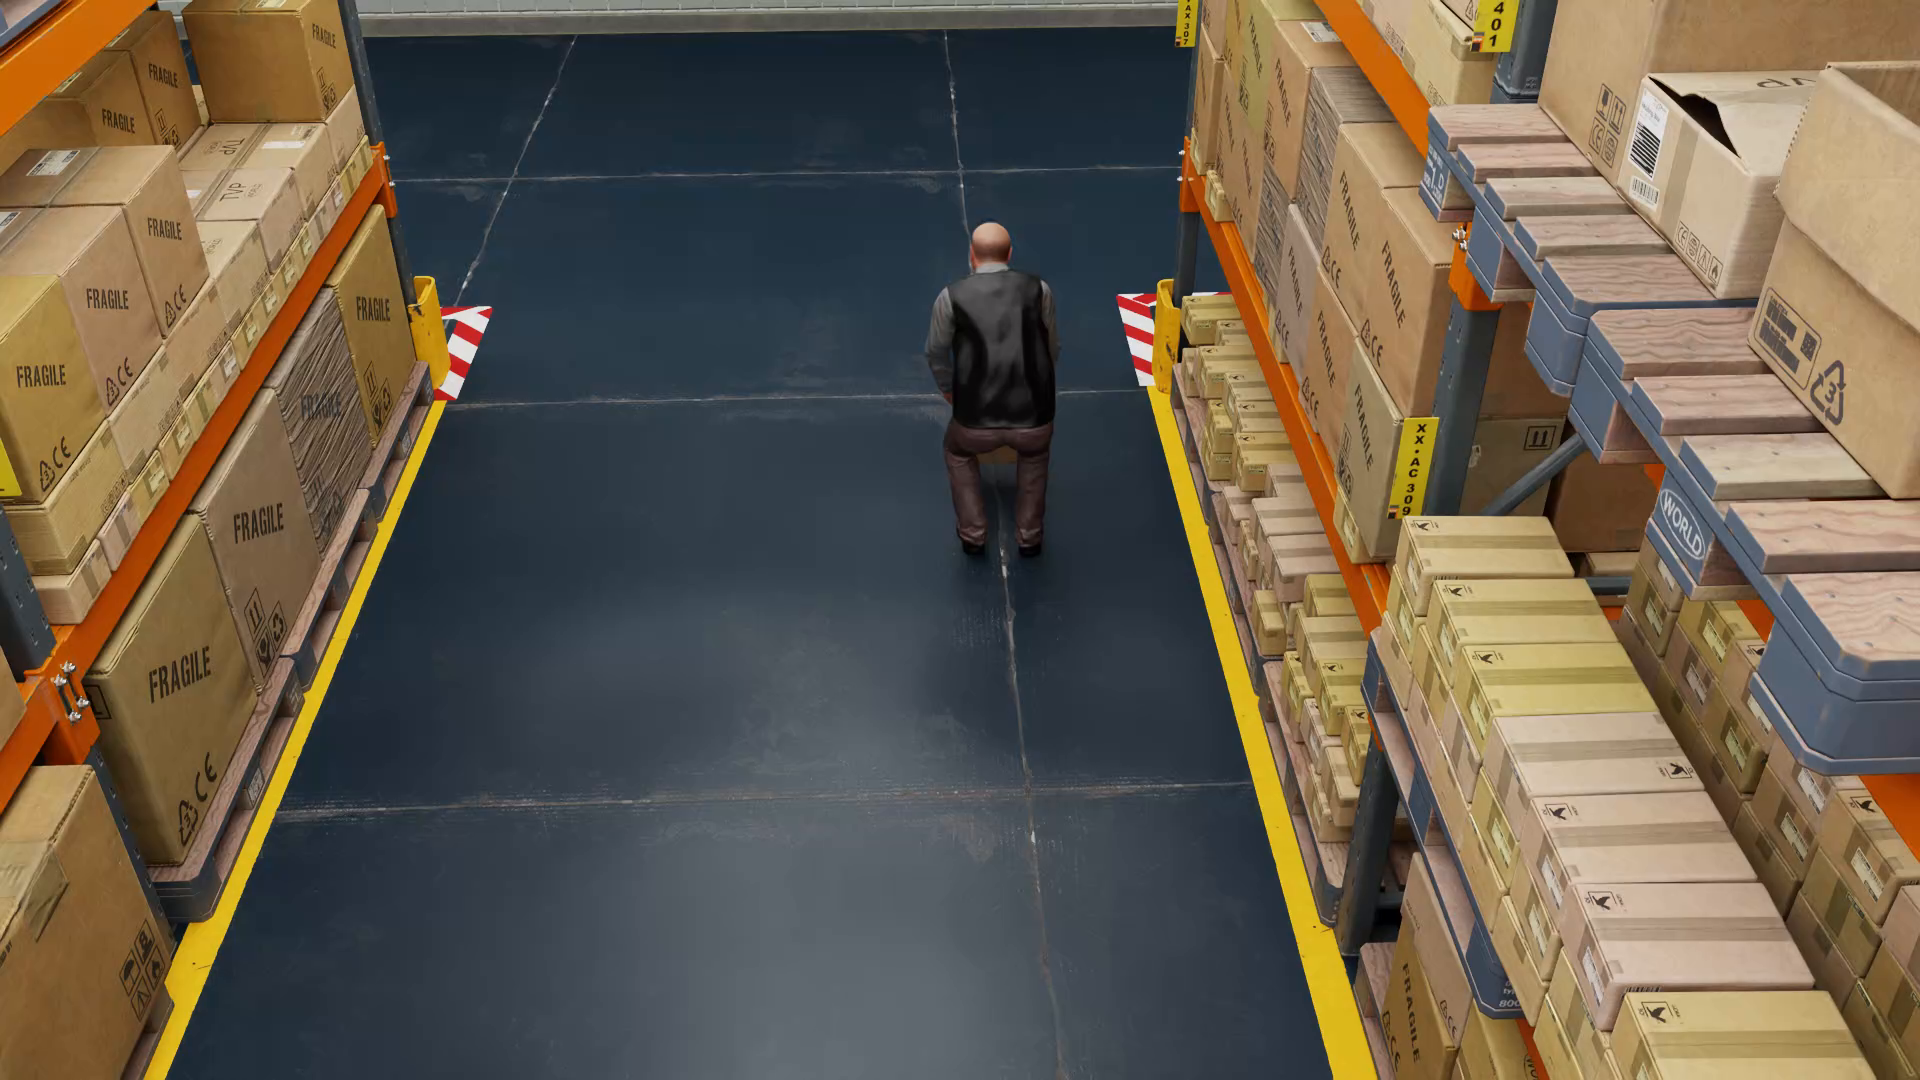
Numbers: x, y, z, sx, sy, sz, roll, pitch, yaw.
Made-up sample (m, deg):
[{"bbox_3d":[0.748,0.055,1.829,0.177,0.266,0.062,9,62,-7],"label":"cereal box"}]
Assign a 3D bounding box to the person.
[{"bbox_3d":[0.145,-0.605,7.264,0.590,1.462,0.669,-1,35,-2],"label":"person"}]
